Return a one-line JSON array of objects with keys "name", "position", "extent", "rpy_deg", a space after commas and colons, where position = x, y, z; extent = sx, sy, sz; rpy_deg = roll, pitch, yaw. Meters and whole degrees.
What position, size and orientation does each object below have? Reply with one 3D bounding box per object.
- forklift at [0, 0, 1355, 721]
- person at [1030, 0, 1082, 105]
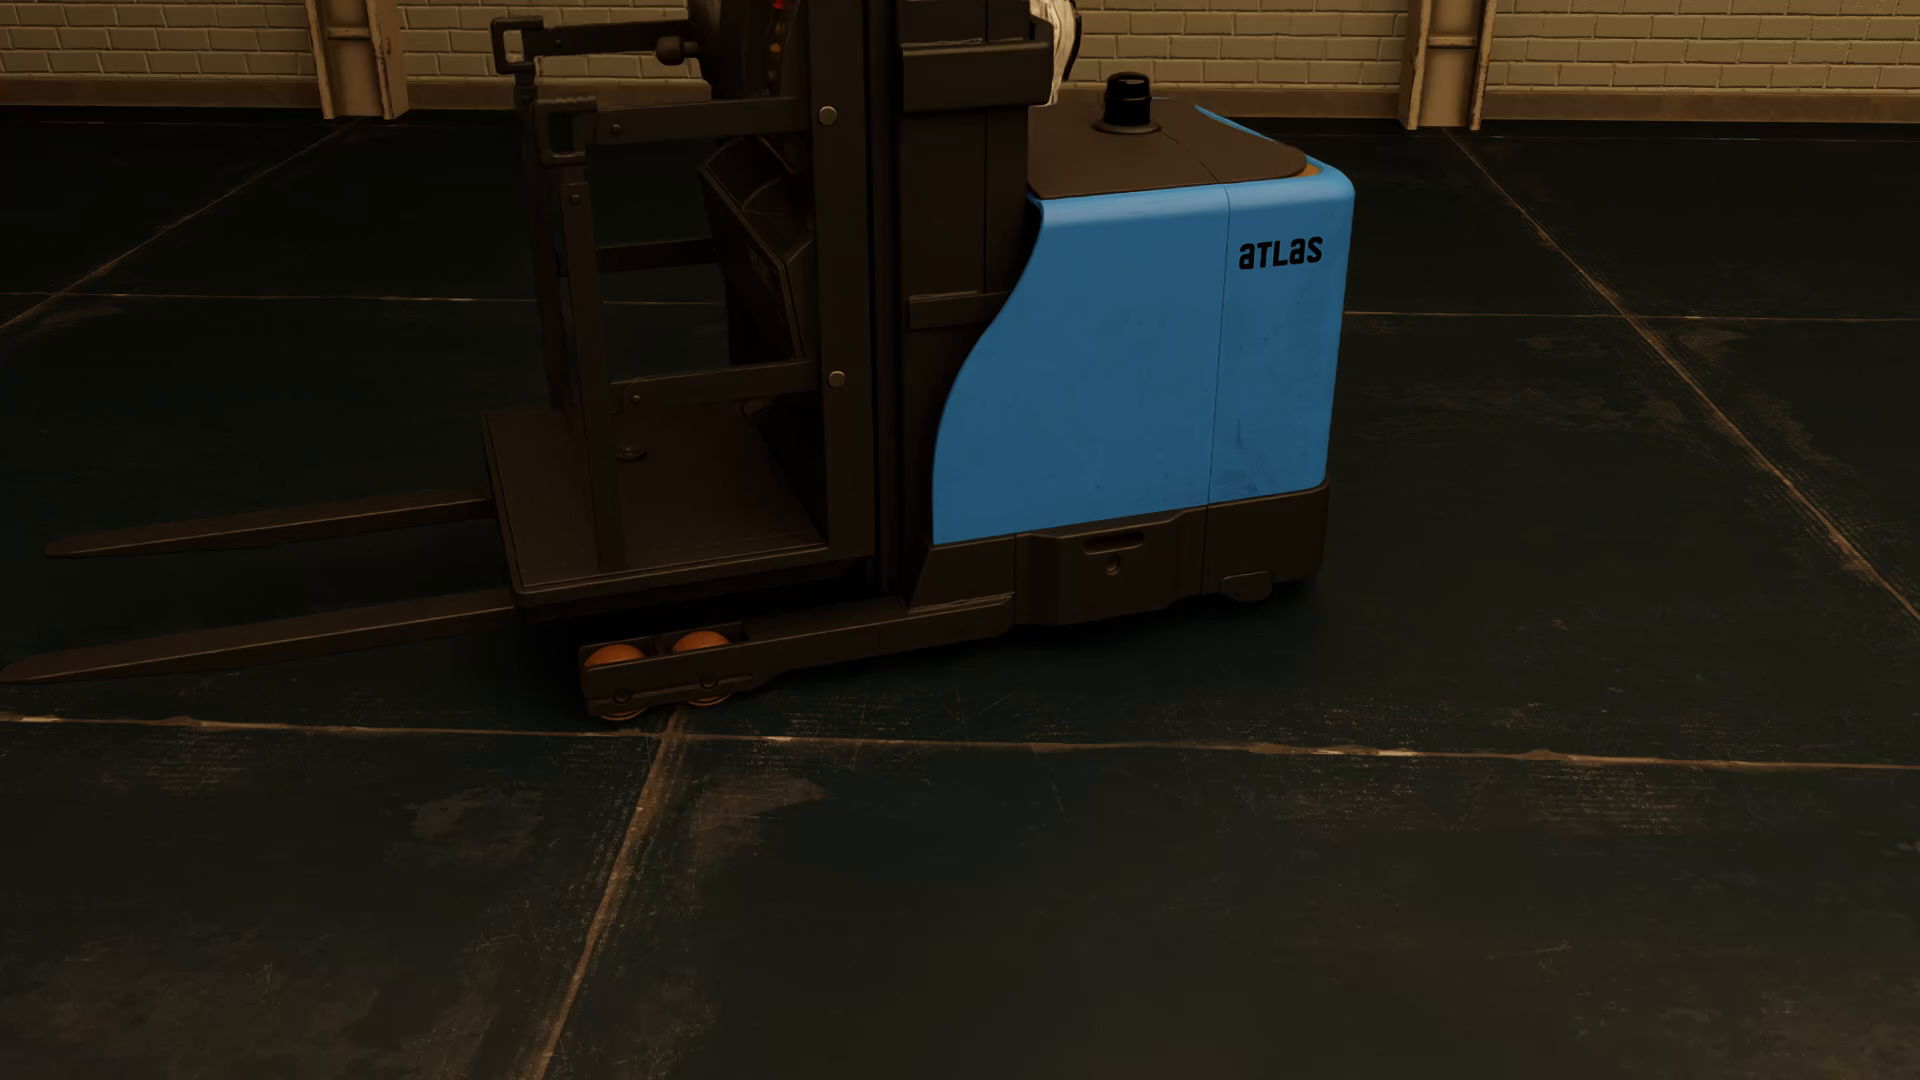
[{"name": "forklift", "position": [-0.653, -1.174, 3.589], "extent": [3.031, 2.935, 1.130], "rpy_deg": [-8, 27, -16]}, {"name": "person", "position": [0.215, -1.266, 5.285], "extent": [0.463, 1.627, 0.748], "rpy_deg": [6, 27, 13]}]
